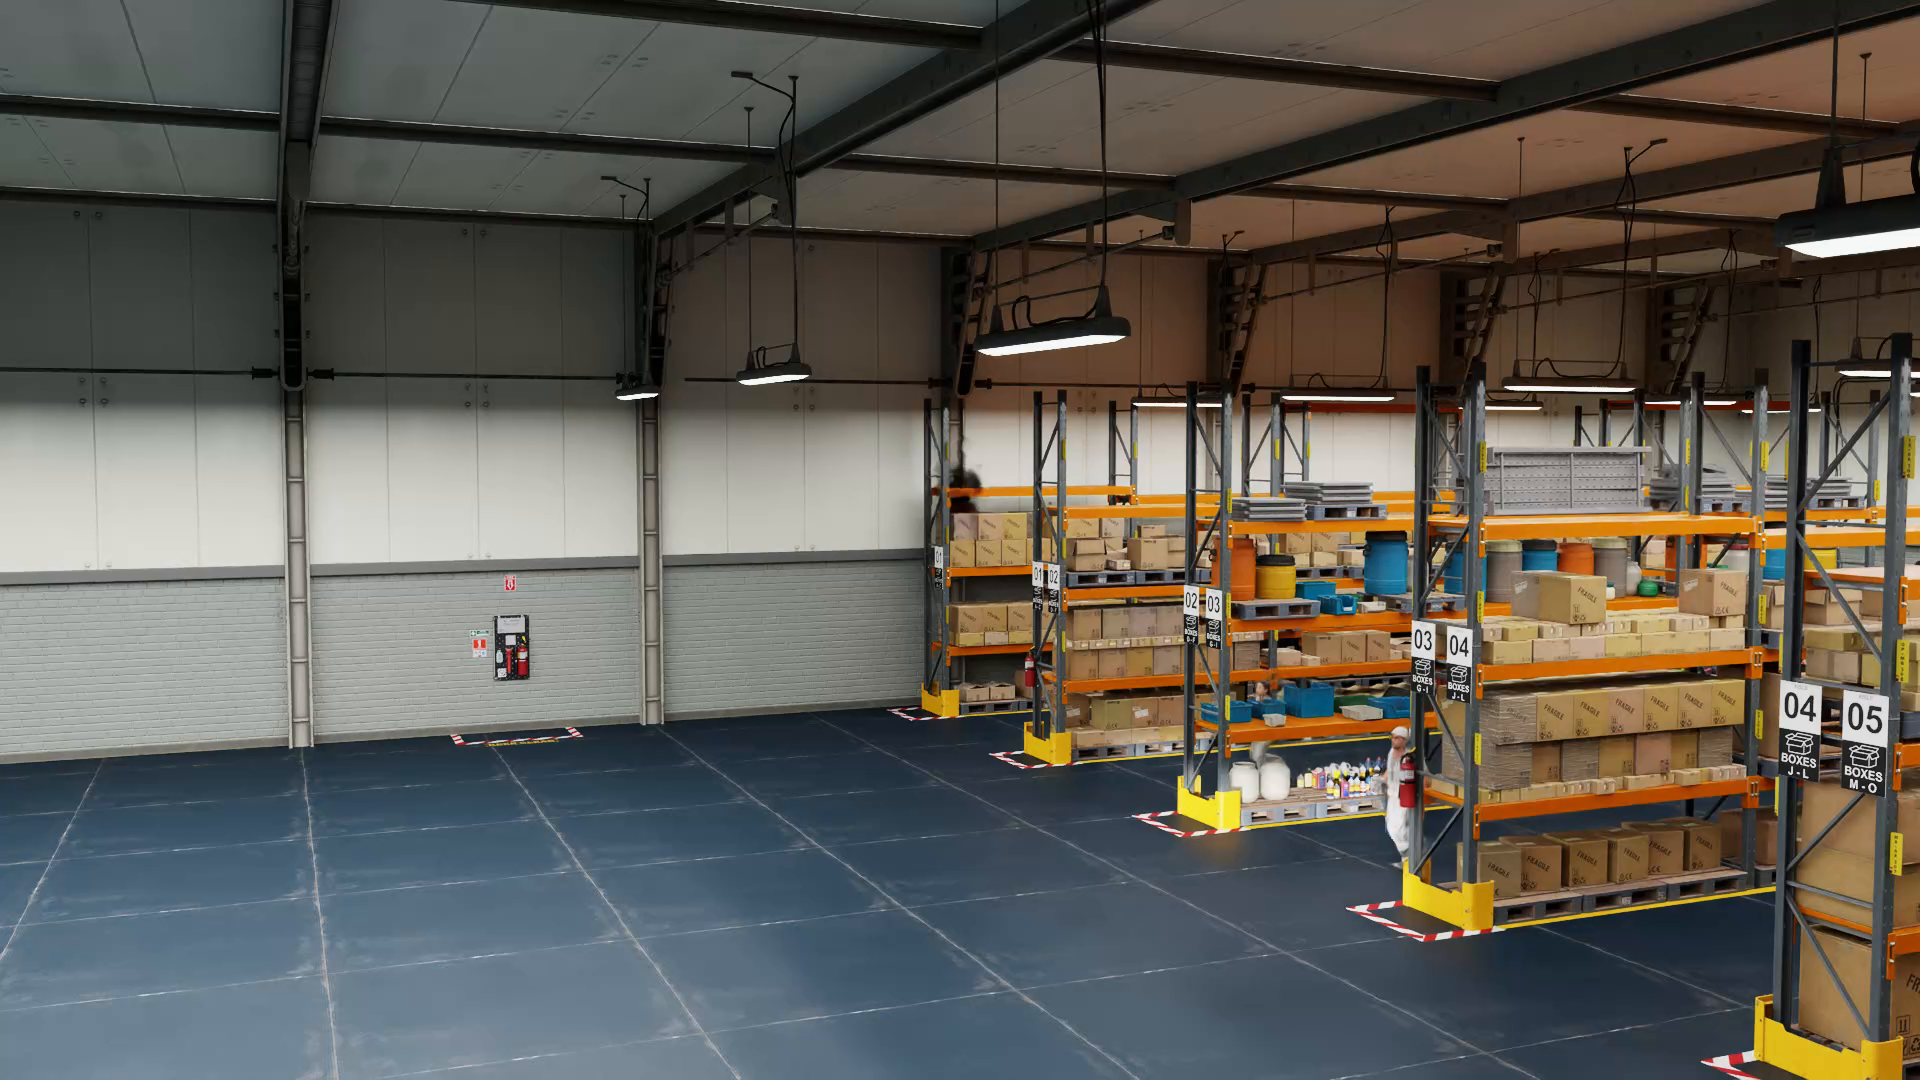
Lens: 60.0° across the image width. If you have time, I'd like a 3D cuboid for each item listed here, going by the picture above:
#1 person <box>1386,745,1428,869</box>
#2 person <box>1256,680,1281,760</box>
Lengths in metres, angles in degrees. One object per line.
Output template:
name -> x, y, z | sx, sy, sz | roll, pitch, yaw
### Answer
person -> 5.337, 3.236, 20.097 | 0.562, 1.510, 0.636 | -1, 4, -23
person -> 4.625, 2.893, 24.932 | 0.622, 1.621, 0.550 | -2, 4, -30
